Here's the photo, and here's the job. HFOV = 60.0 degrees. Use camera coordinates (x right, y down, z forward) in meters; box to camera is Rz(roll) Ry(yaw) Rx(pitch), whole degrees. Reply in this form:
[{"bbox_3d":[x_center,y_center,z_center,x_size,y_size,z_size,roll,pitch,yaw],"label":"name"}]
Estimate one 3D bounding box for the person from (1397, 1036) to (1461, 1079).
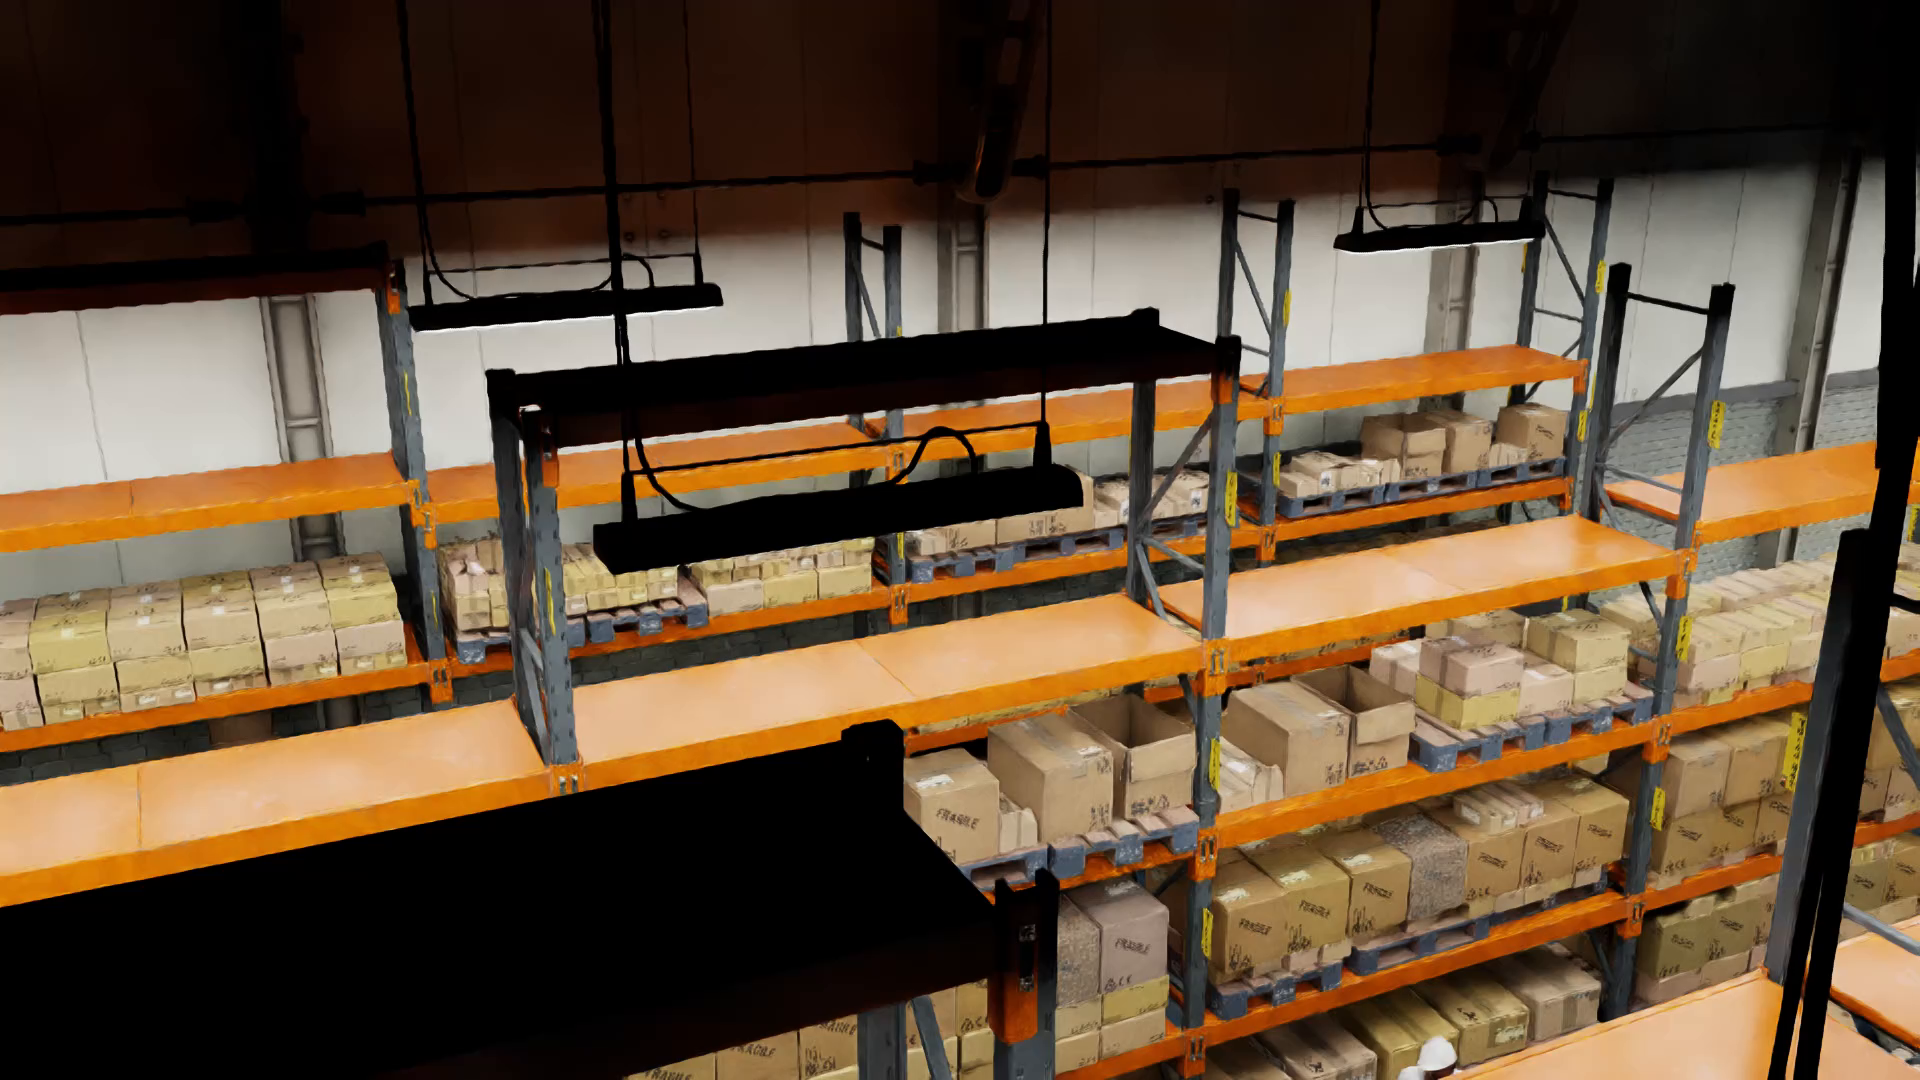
[{"bbox_3d":[2.927,3.912,10.455,0.678,1.782,0.594,0,19,0],"label":"person"}]
